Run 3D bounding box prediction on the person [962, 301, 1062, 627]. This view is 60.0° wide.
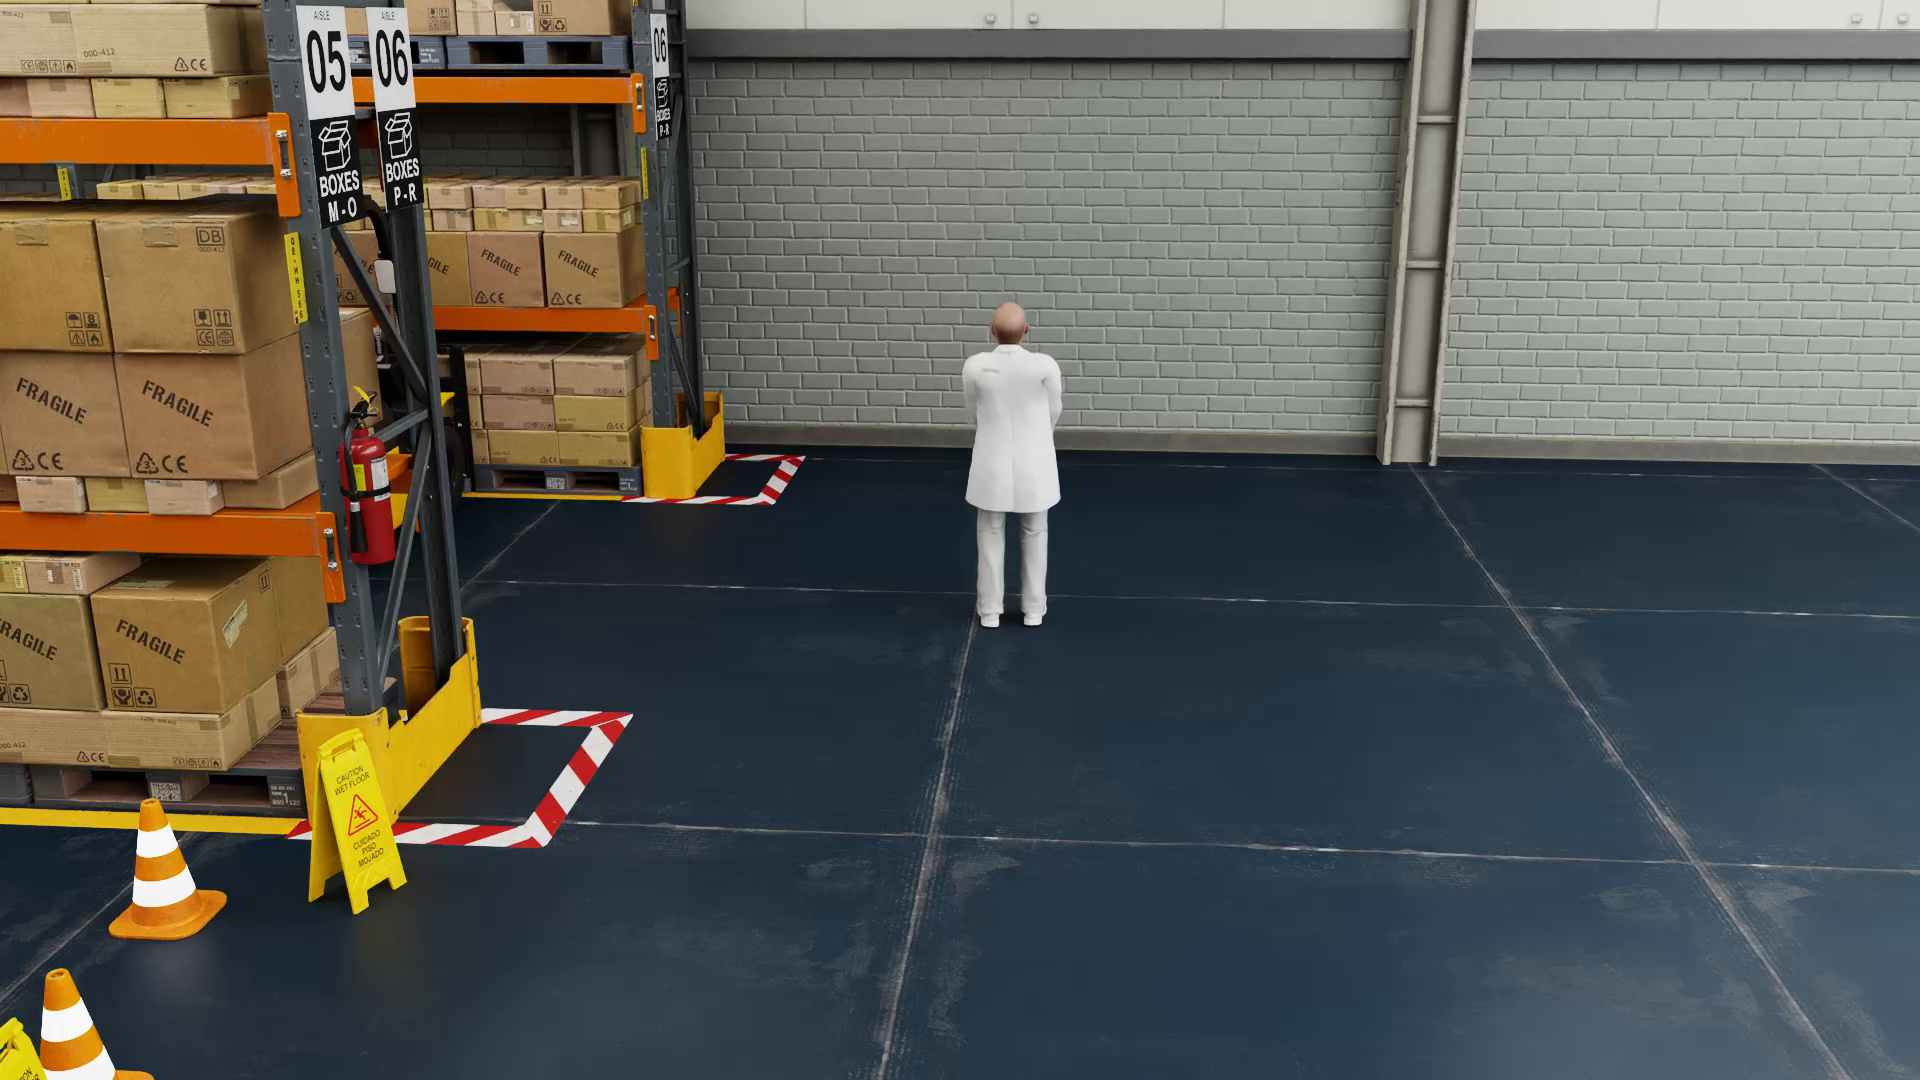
[{"bbox_3d":[0.284,-0.428,8.962,0.527,1.769,0.563,1,17,4],"label":"person"}]
